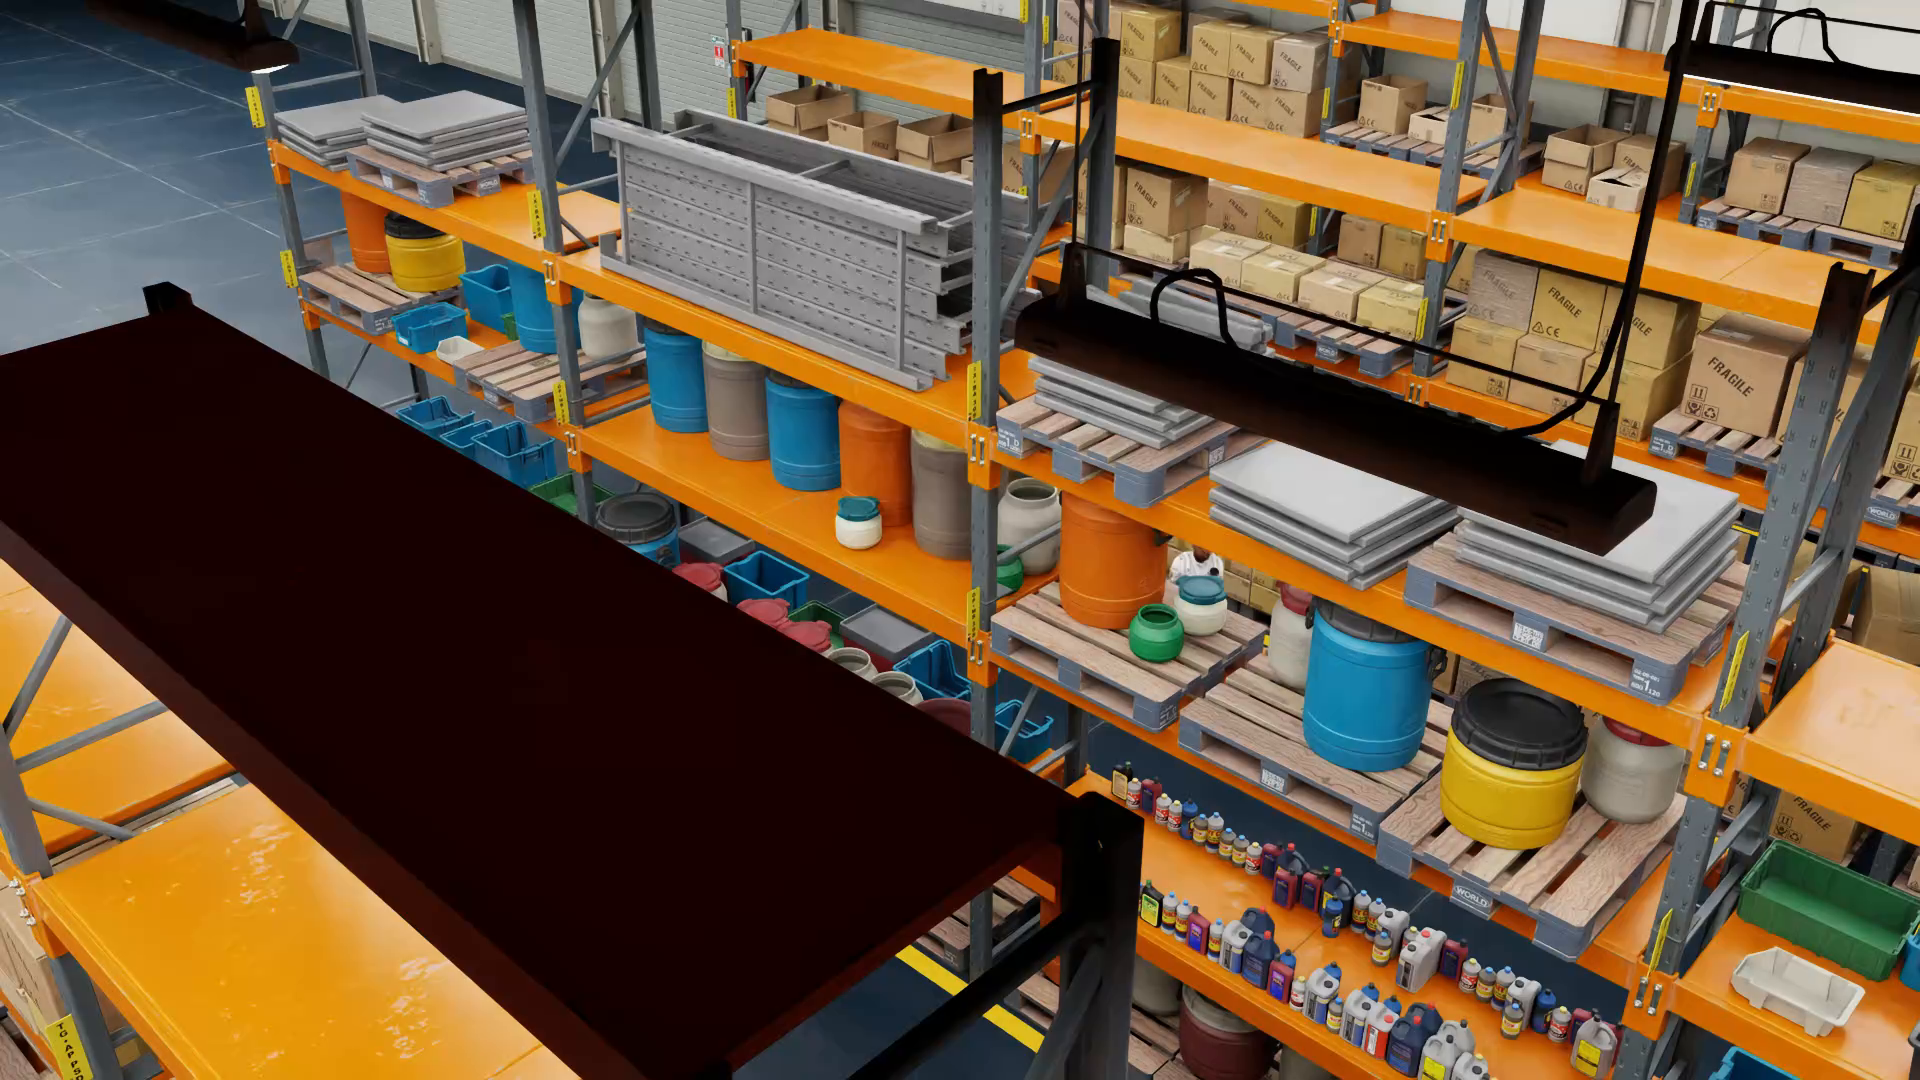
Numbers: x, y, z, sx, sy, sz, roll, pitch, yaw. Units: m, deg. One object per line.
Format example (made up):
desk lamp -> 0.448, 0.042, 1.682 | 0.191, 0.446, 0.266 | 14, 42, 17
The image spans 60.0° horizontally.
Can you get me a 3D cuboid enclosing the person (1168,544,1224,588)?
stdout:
person -> 1.856, 0.609, 13.422 | 0.489, 1.677, 0.481 | -14, 32, -24
